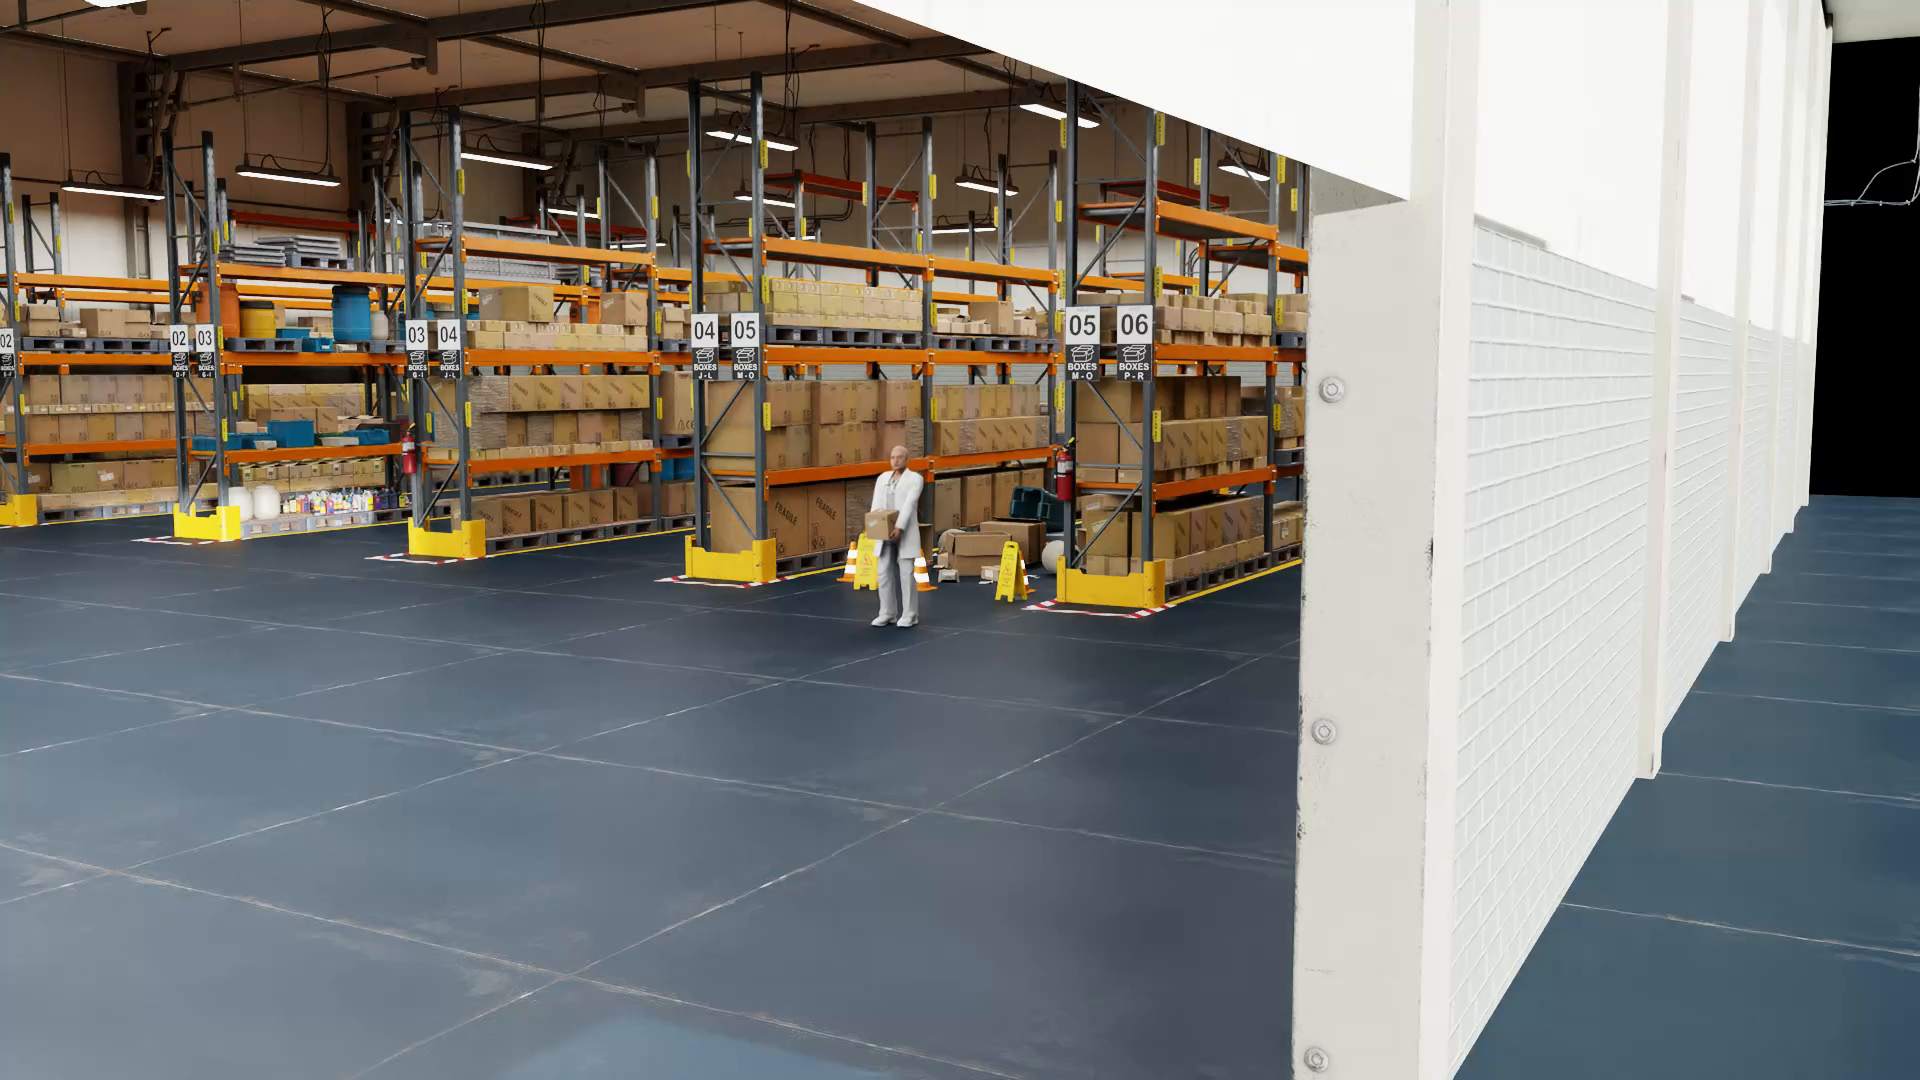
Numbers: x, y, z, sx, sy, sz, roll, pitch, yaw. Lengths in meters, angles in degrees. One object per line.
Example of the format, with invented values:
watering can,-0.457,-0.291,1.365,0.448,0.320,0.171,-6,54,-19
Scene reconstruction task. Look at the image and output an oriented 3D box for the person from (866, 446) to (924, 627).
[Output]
person,-0.655,-0.031,16.394,0.524,1.780,0.555,3,7,28
